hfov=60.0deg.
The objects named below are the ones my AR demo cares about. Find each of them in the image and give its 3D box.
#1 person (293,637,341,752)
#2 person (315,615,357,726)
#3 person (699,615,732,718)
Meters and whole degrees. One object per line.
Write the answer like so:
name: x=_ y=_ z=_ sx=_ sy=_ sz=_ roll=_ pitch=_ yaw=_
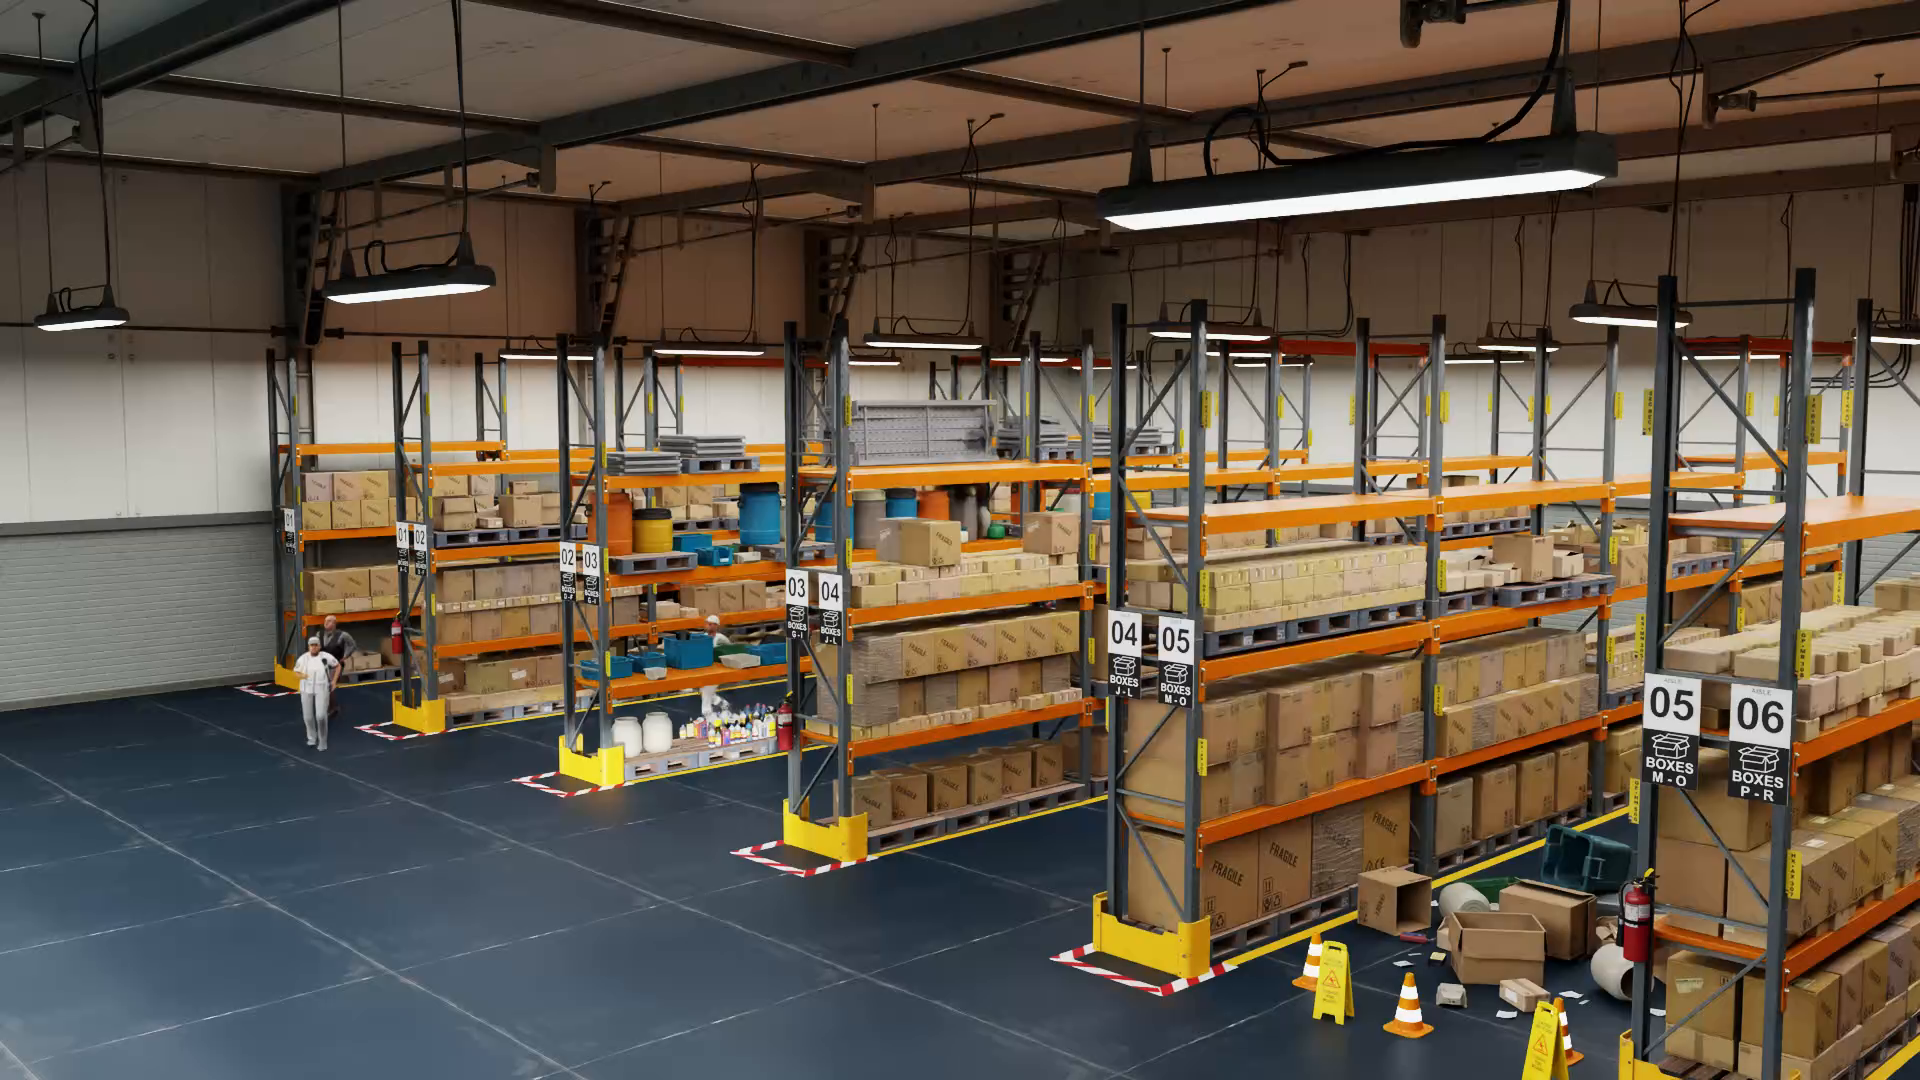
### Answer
person: x=-9.398 y=2.255 z=24.285 sx=0.619 sy=1.702 sz=0.694 roll=-1 pitch=5 yaw=-11
person: x=-9.890 y=2.062 z=26.168 sx=0.657 sy=1.779 sz=0.740 roll=1 pitch=5 yaw=15
person: x=-3.822 y=2.040 z=25.737 sx=0.667 sy=1.762 sz=0.860 roll=3 pitch=6 yaw=35
